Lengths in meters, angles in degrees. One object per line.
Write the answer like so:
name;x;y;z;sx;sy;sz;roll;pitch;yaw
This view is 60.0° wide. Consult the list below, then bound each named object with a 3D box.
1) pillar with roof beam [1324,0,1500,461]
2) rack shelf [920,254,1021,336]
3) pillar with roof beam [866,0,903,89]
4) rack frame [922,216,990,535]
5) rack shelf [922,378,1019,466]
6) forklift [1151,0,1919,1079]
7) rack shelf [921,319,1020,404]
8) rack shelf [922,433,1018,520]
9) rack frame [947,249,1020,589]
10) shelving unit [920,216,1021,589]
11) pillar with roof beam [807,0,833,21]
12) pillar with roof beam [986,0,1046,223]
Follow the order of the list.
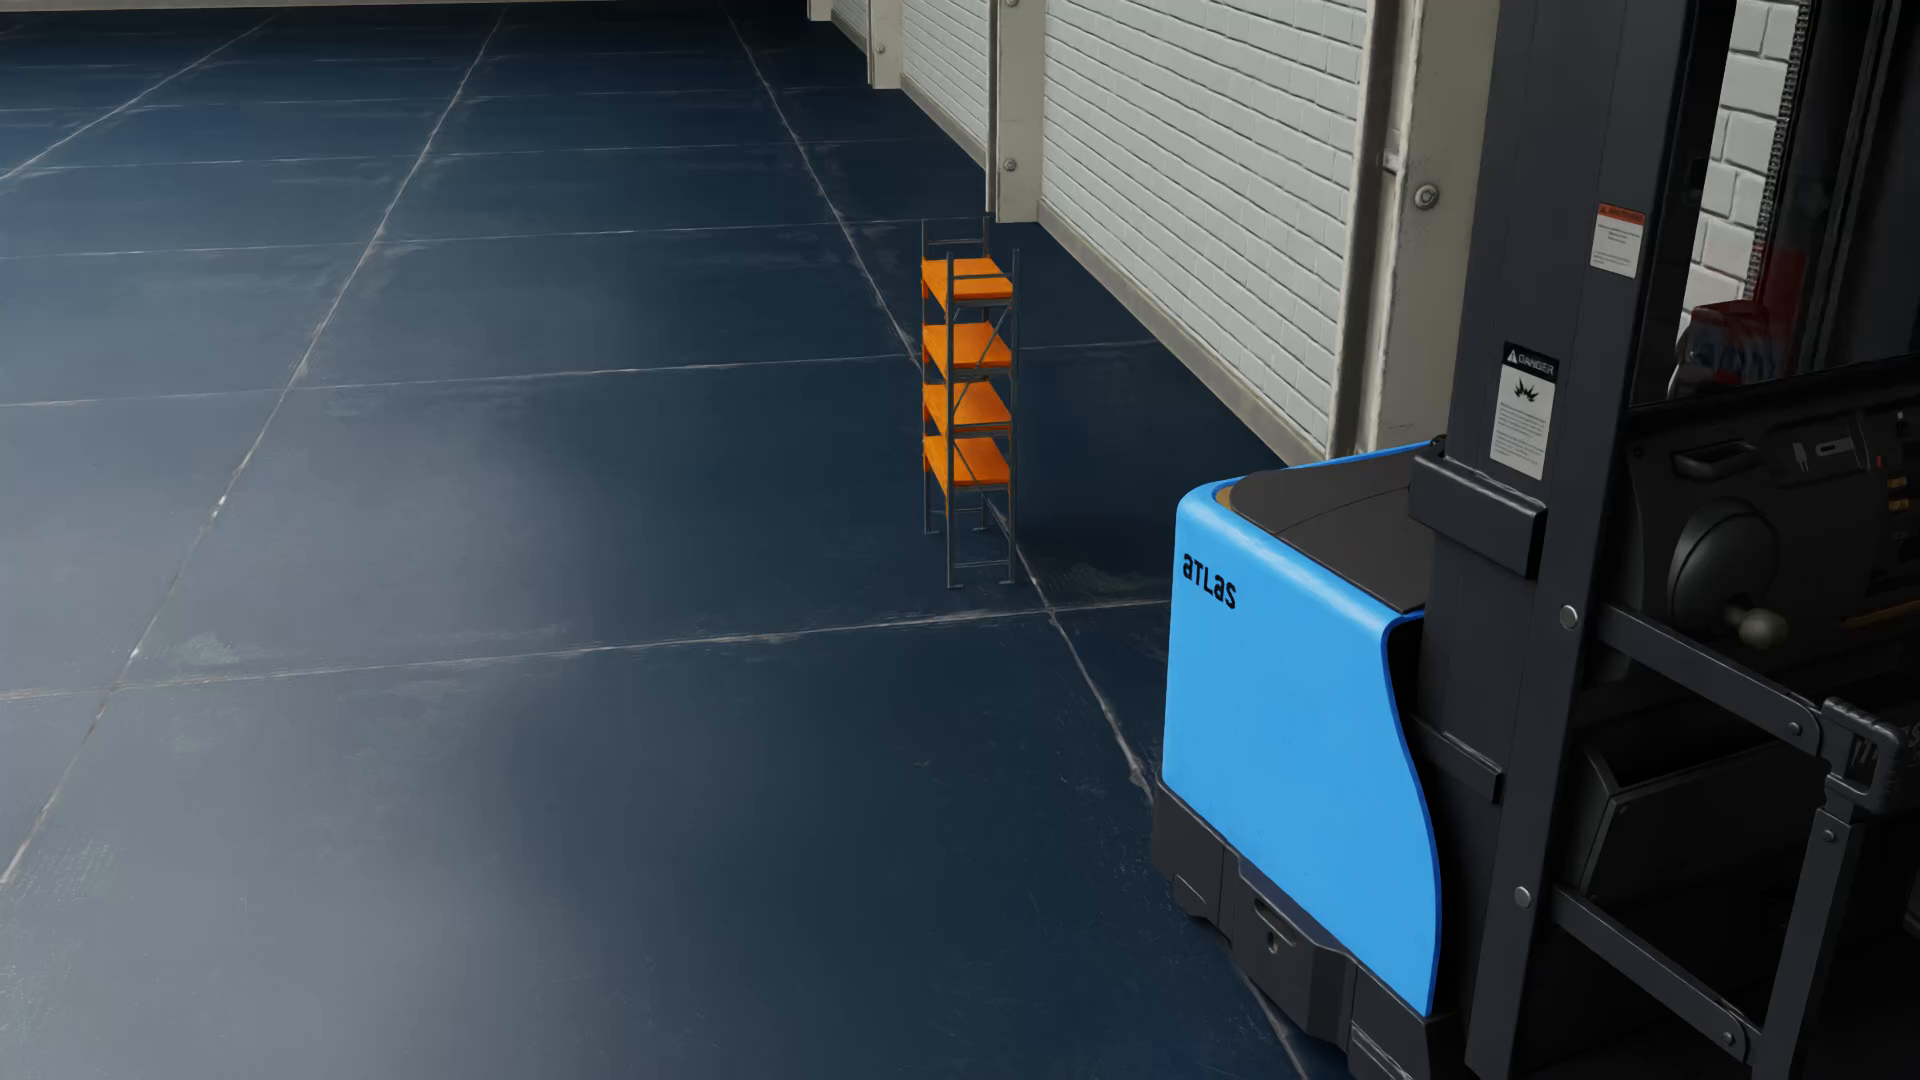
pillar with roof beam;-2.757;-3.649;3.362;9.100;9.000;0.400;-4;24;-10
rack shelf;0.031;-0.845;5.703;0.258;0.148;0.480;-4;24;-10
pillar with roof beam;-4.976;-8.369;14.170;9.100;9.000;0.400;-4;24;-10
rack frame;-0.015;-0.581;6.081;0.240;1.200;0.015;-4;24;-10
rack shelf;0.031;-0.423;5.888;0.258;0.148;0.480;-4;24;-10
forklift;1.580;-0.035;2.668;1.130;2.935;3.031;-11;26;-24
rack shelf;0.031;-0.628;5.798;0.258;0.148;0.480;-4;24;-10
rack shelf;0.031;-0.241;5.967;0.258;0.148;0.480;-4;24;-10
rack frame;0.076;-0.389;5.641;0.240;1.200;0.015;-4;24;-10
shelving unit;0.031;-0.485;5.861;0.258;1.200;0.503;-4;24;-10
pillar with roof beam;-6.085;-10.729;19.573;9.100;9.000;0.400;-4;24;-10
pillar with roof beam;-3.866;-6.009;8.766;9.100;9.000;0.400;-4;24;-10
